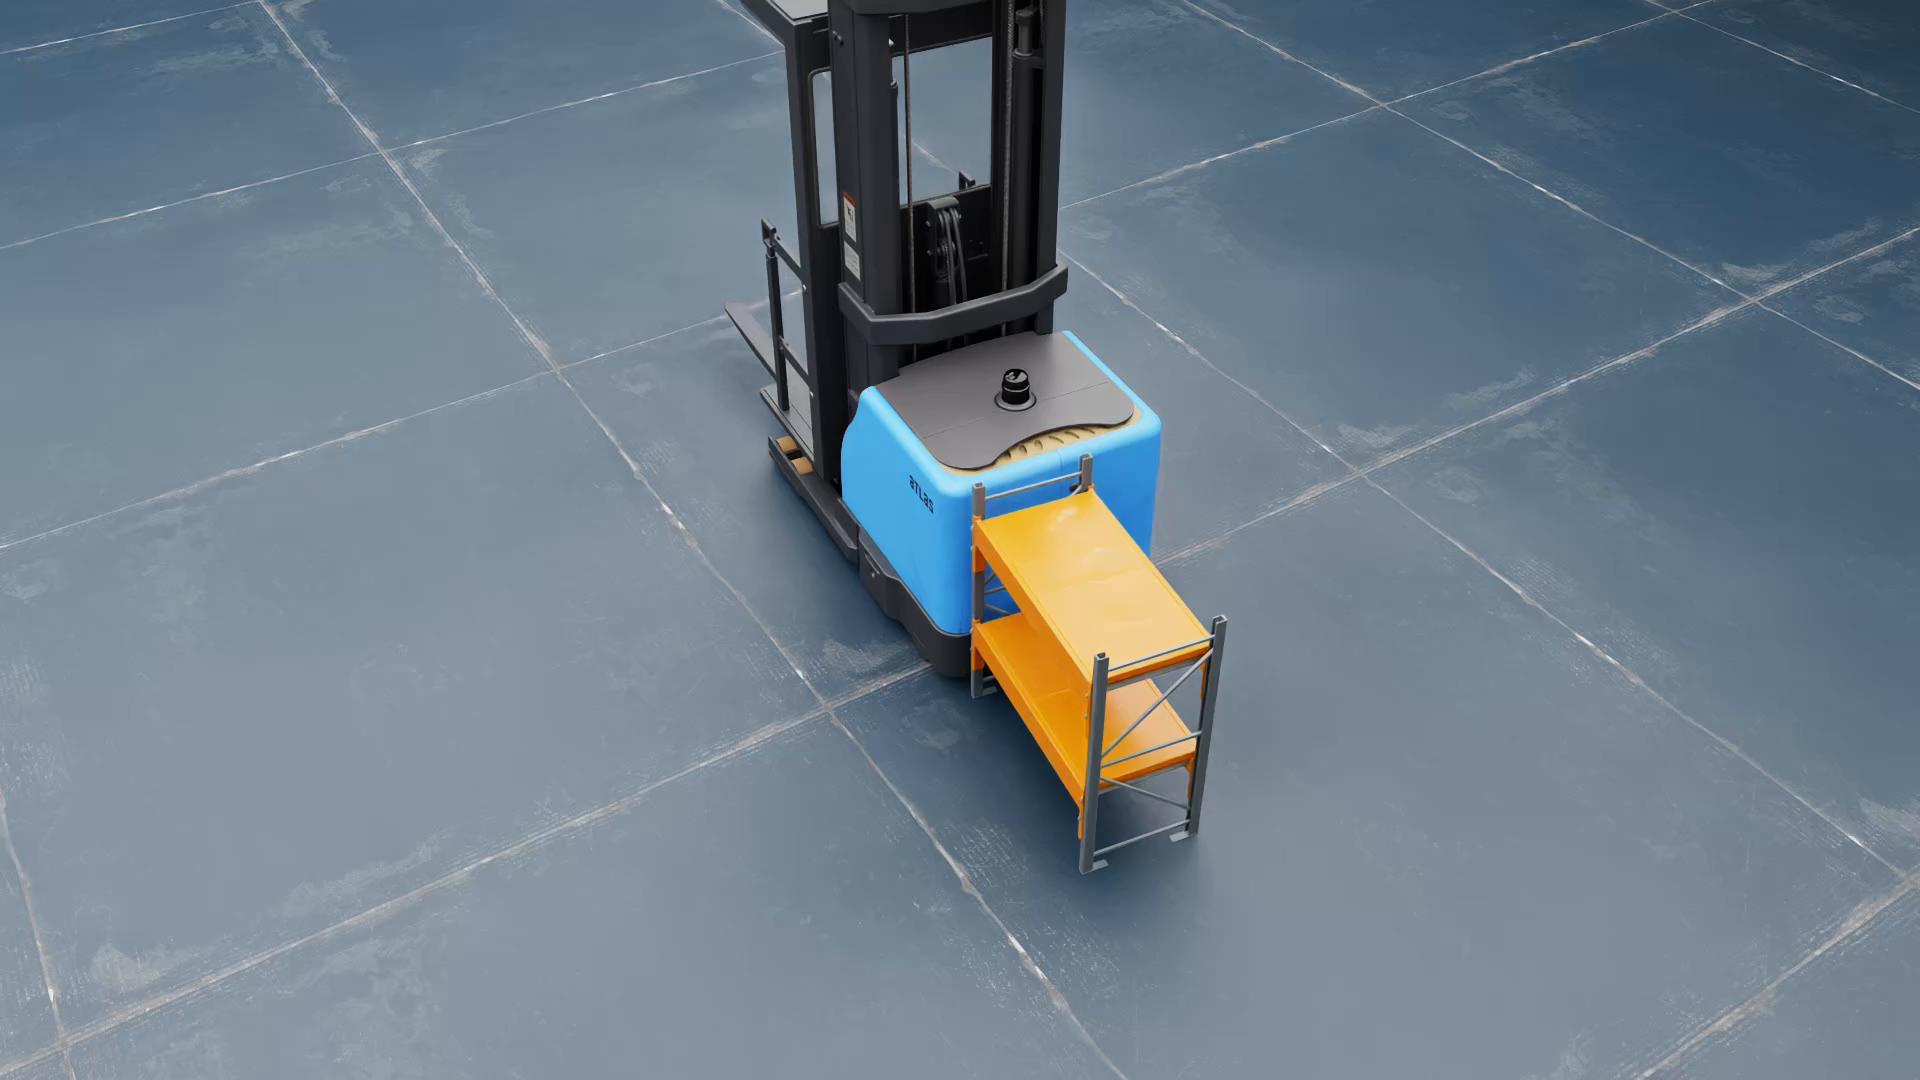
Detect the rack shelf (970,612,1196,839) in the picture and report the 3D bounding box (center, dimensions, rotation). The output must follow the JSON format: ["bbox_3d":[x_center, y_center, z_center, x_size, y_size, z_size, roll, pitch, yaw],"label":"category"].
[{"bbox_3d":[0.483,0.652,6.532,0.538,0.278,1.000,-16,42,-18],"label":"rack shelf"}]

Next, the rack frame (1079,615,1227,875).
[{"bbox_3d":[0.686,0.762,6.017,0.500,1.125,0.032,-16,42,-18],"label":"rack frame"}]

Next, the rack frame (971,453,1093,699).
[{"bbox_3d":[0.280,0.165,6.733,0.500,1.125,0.032,-16,42,-18],"label":"rack frame"}]

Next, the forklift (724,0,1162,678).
[{"bbox_3d":[-0.287,-1.482,7.299,1.130,2.935,3.031,-18,43,-21],"label":"forklift"}]

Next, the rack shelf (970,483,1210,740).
[{"bbox_3d":[0.483,0.239,6.188,0.538,0.278,1.000,-16,42,-18],"label":"rack shelf"}]

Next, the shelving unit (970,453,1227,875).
[{"bbox_3d":[0.483,0.464,6.375,0.538,1.125,1.048,-16,42,-18],"label":"shelving unit"}]
